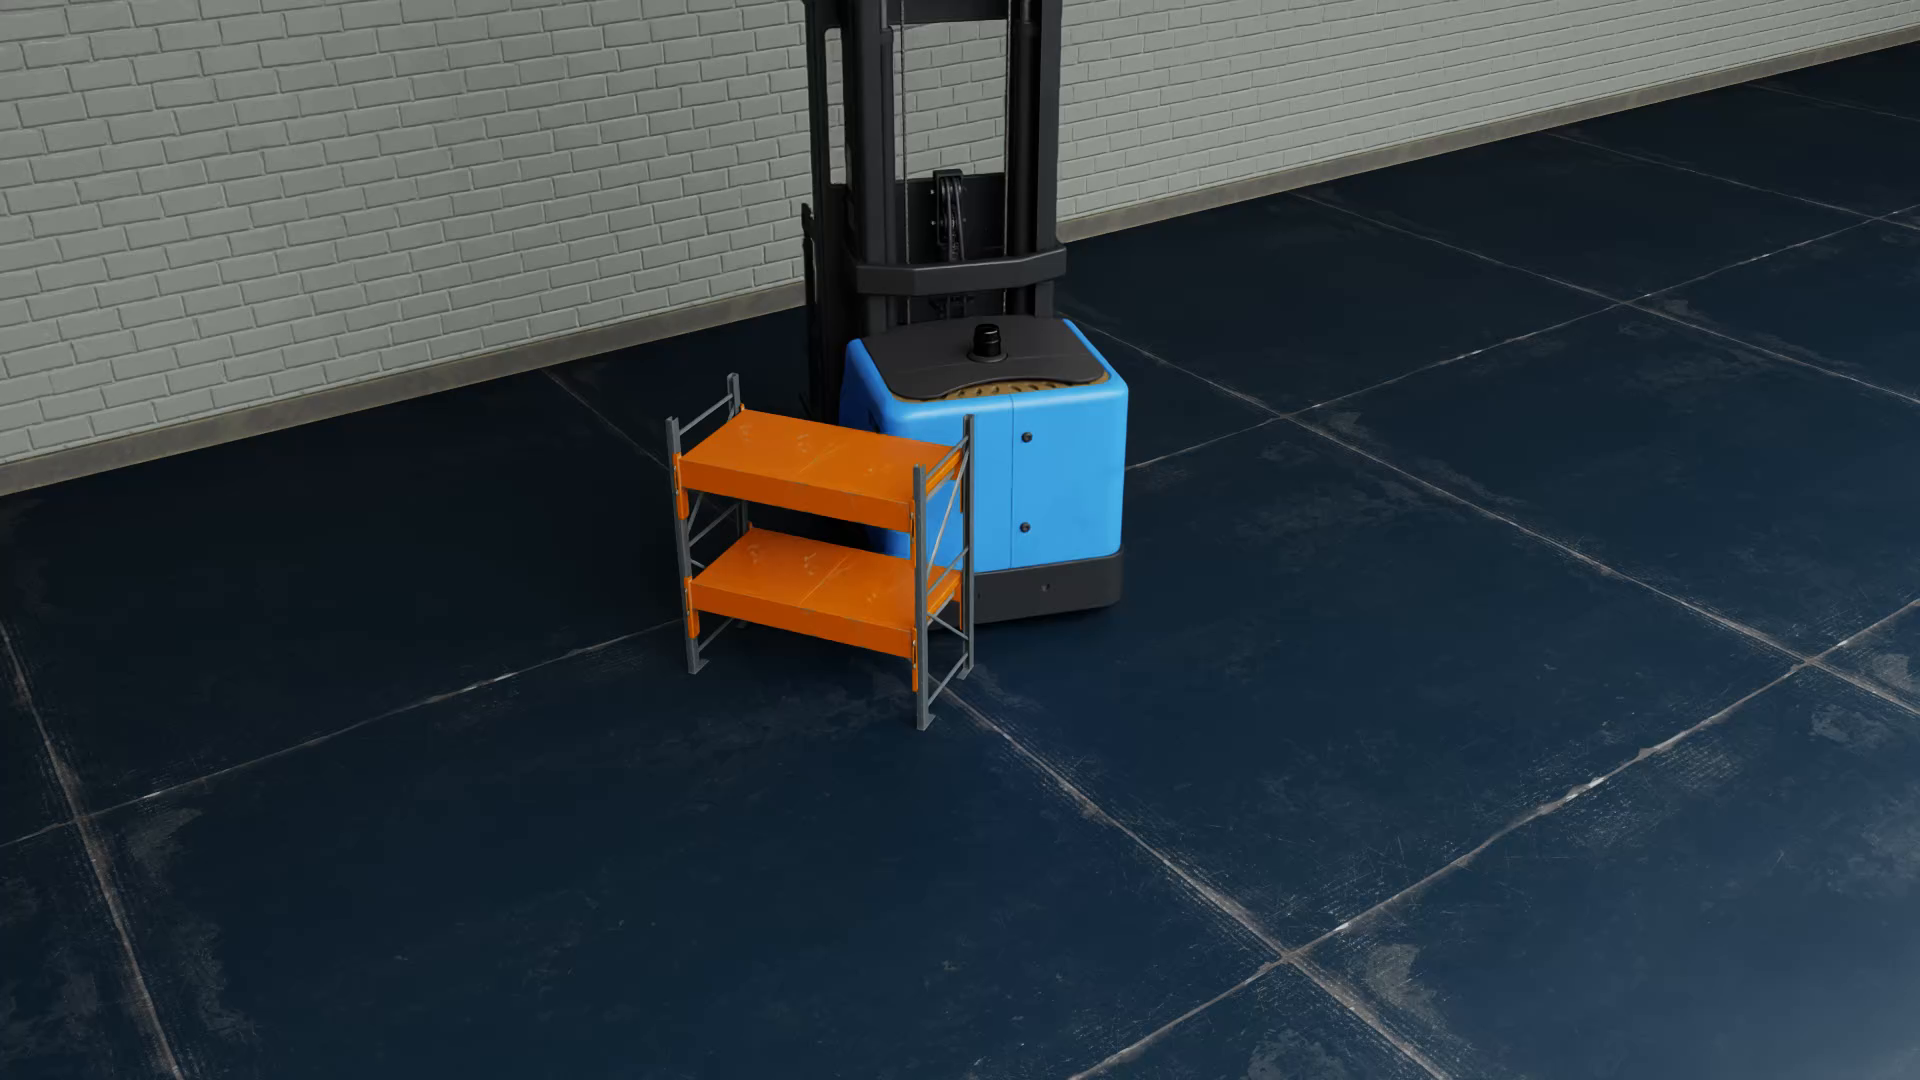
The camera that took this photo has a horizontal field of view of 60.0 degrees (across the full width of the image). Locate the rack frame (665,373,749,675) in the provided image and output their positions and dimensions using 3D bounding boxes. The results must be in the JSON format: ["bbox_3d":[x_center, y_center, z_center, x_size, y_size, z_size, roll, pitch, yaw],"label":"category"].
[{"bbox_3d":[-0.992,-0.060,6.682,0.032,1.125,0.500,11,31,20],"label":"rack frame"}]

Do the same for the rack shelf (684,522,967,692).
[{"bbox_3d":[-0.523,0.250,6.624,1.000,0.278,0.538,11,31,20],"label":"rack shelf"}]

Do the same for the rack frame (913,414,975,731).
[{"bbox_3d":[-0.055,0.129,6.333,0.032,1.125,0.500,11,31,20],"label":"rack frame"}]

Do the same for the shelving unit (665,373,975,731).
[{"bbox_3d":[-0.523,0.035,6.507,1.048,1.125,0.538,11,31,20],"label":"shelving unit"}]

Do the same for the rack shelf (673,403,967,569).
[{"bbox_3d":[-0.523,-0.222,6.368,1.000,0.278,0.538,11,31,20],"label":"rack shelf"}]

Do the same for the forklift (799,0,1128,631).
[{"bbox_3d":[-0.173,-1.589,7.605,1.130,2.935,3.031,-7,29,-13],"label":"forklift"}]
